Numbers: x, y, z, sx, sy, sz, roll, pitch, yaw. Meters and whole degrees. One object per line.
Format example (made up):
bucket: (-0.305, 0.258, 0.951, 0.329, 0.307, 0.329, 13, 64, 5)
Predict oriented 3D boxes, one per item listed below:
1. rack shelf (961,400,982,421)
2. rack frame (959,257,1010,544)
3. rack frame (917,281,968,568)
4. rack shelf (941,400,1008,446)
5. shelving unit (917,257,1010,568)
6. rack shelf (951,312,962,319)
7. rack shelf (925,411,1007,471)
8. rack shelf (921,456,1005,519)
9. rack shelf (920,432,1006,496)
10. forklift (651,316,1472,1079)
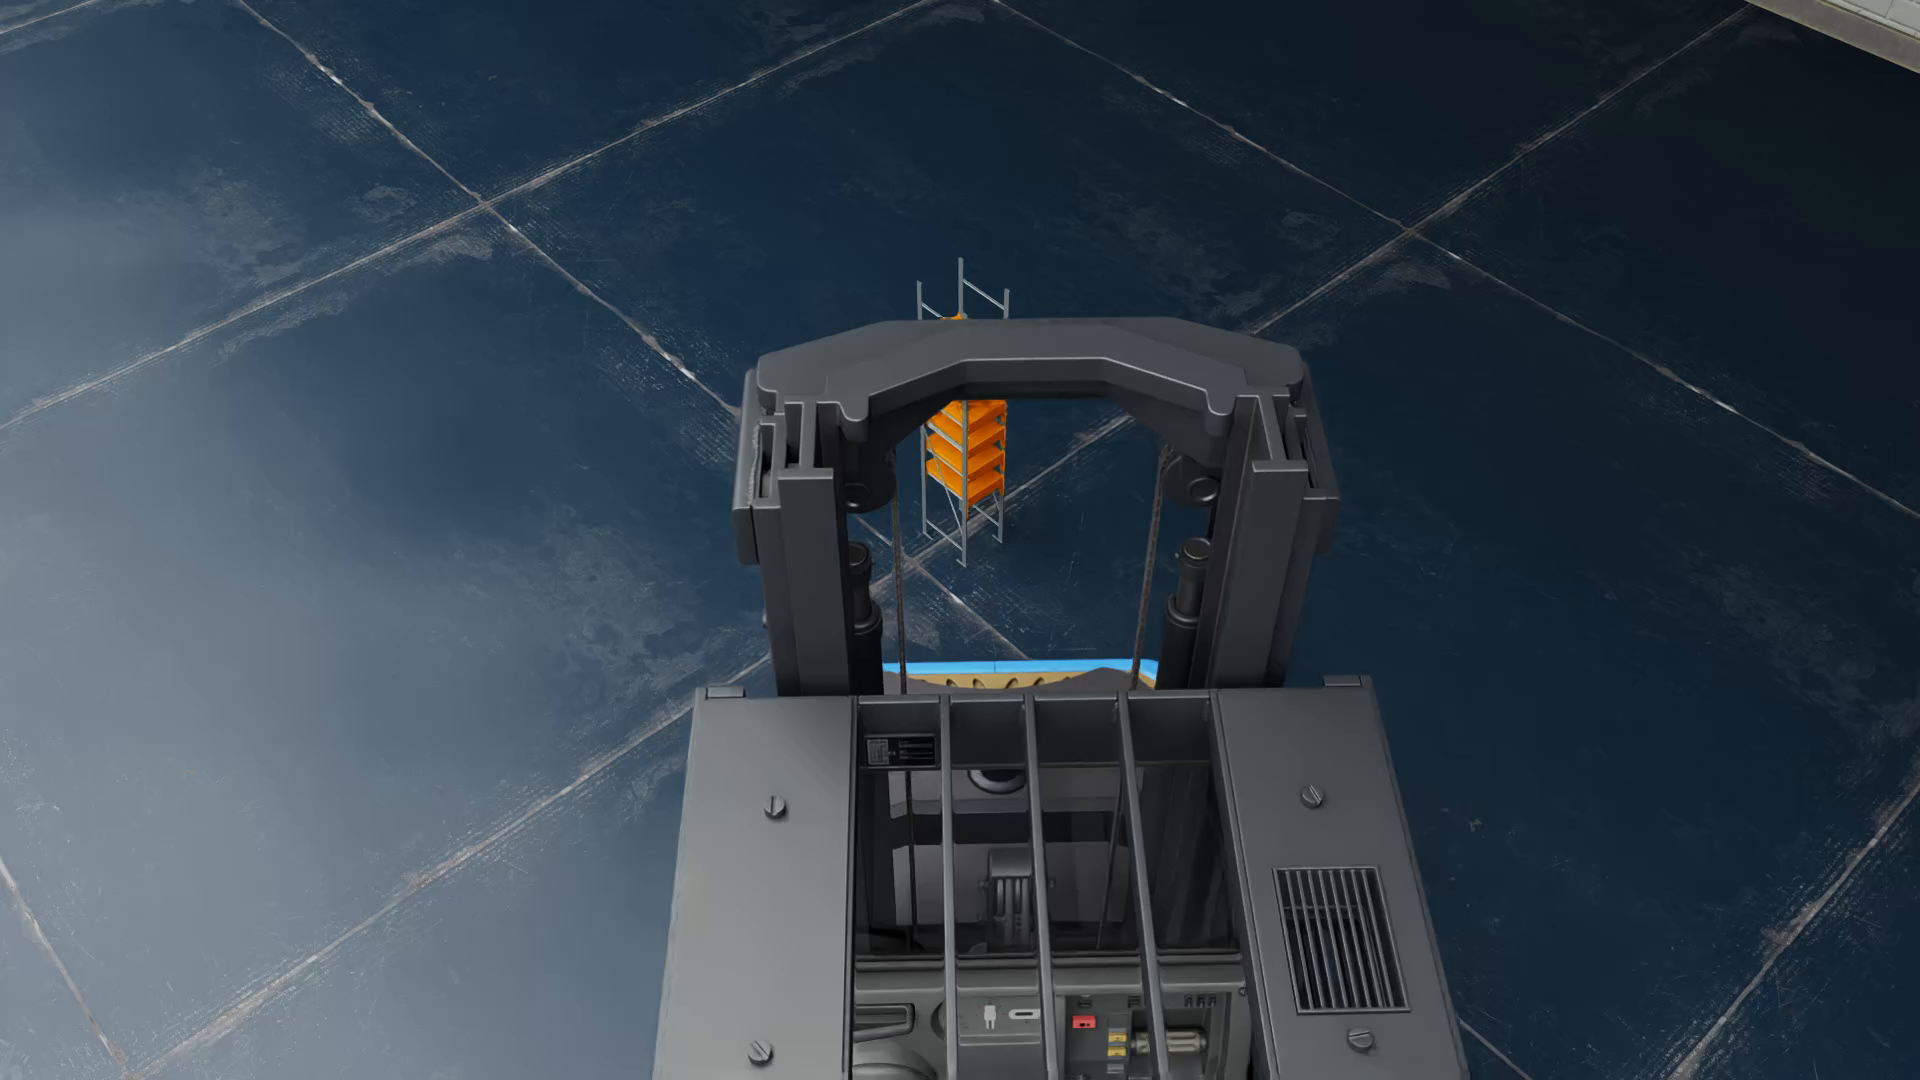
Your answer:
rack shelf: (0.011, -0.547, 5.672, 0.180, 0.103, 0.258, -34, 56, -27)
rack frame: (0.078, -0.459, 5.857, 0.006, 1.200, 0.240, -34, 56, -27)
rack frame: (-0.057, -0.369, 5.774, 0.006, 1.200, 0.240, -34, 56, -27)
rack shelf: (0.011, -0.465, 5.760, 0.180, 0.103, 0.258, -34, 56, -27)
shelving unit: (0.011, -0.414, 5.816, 0.189, 1.200, 0.258, -34, 56, -27)
rack shelf: (0.011, -0.628, 5.584, 0.180, 0.103, 0.258, -34, 56, -27)
rack shelf: (0.011, -0.384, 5.848, 0.180, 0.103, 0.258, -34, 56, -27)
rack shelf: (0.011, -0.221, 6.025, 0.180, 0.103, 0.258, -34, 56, -27)
rack shelf: (0.011, -0.303, 5.936, 0.180, 0.103, 0.258, -34, 56, -27)
forklift: (0.127, 1.146, 3.199, 1.130, 2.935, 3.031, -1, 47, -1)
